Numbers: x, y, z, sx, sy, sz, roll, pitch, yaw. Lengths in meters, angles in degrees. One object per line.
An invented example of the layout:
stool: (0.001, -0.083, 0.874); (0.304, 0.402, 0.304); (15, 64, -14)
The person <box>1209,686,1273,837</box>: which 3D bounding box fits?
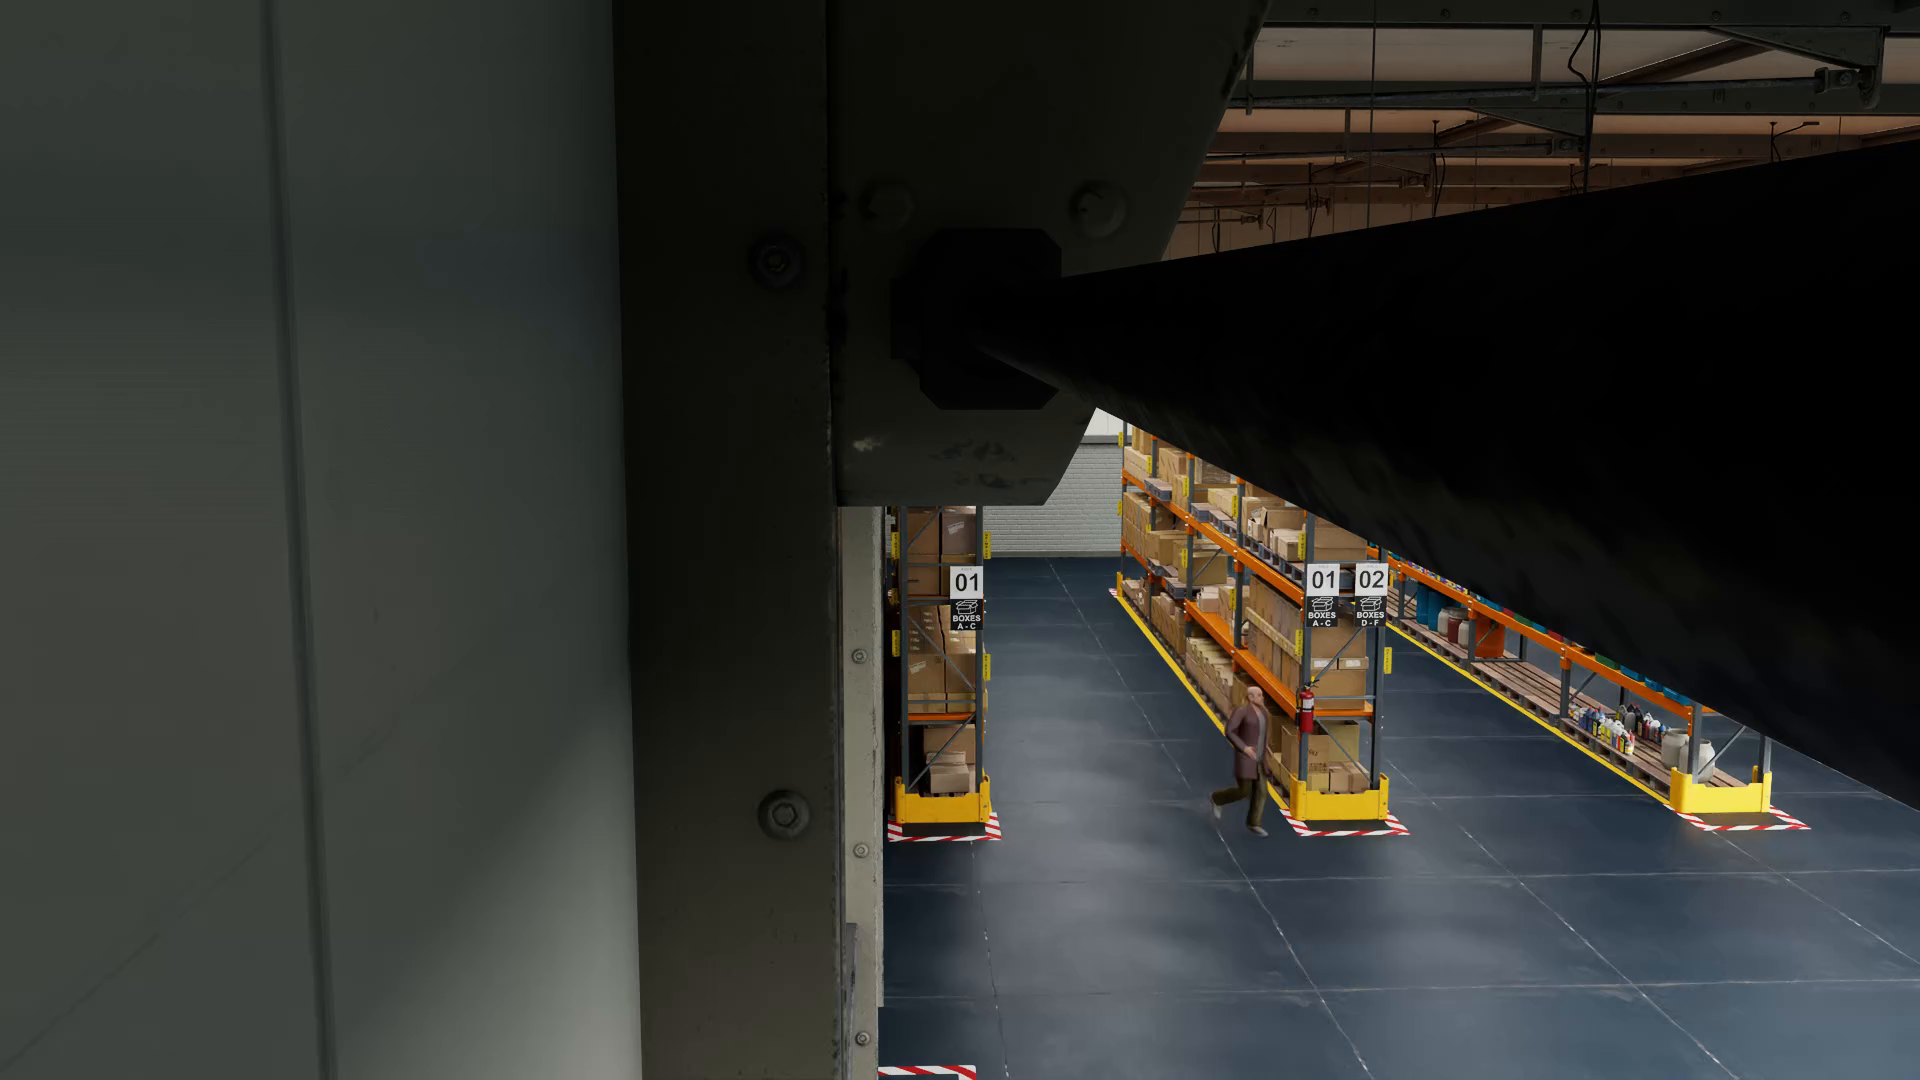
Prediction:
person: (3.517, 2.621, 20.051); (0.773, 1.721, 0.917); (-7, 10, -39)
